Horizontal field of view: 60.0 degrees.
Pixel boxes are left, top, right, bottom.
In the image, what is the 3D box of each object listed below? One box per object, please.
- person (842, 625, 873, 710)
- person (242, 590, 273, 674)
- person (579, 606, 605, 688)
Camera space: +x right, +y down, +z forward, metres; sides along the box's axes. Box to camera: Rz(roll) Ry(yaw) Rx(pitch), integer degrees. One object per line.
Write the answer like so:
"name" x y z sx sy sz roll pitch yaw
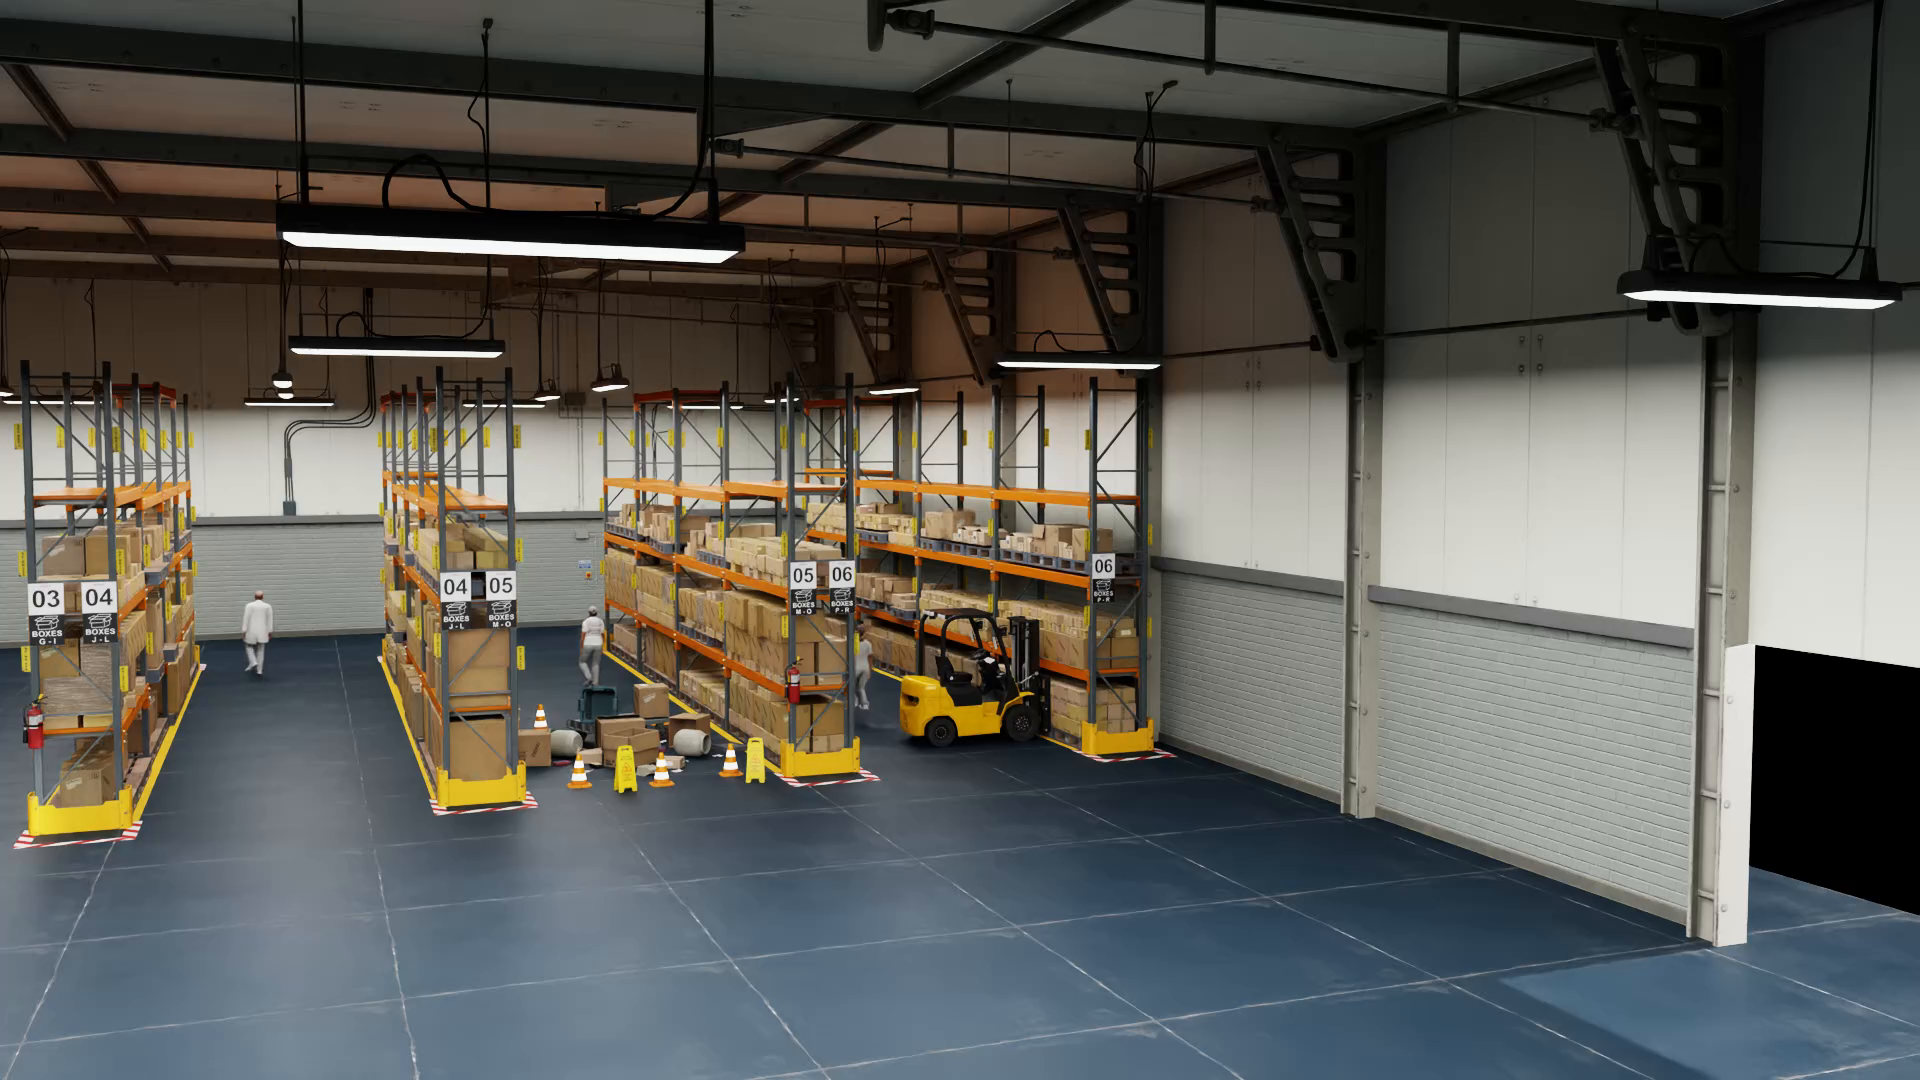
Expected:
"person" -1.765 2.259 29.286 0.479 1.516 0.697 -2 4 -26
"person" -14.985 1.969 35.481 0.625 1.776 0.536 -2 4 -26
"person" -7.386 2.158 33.402 0.518 1.662 0.443 -2 4 -30
